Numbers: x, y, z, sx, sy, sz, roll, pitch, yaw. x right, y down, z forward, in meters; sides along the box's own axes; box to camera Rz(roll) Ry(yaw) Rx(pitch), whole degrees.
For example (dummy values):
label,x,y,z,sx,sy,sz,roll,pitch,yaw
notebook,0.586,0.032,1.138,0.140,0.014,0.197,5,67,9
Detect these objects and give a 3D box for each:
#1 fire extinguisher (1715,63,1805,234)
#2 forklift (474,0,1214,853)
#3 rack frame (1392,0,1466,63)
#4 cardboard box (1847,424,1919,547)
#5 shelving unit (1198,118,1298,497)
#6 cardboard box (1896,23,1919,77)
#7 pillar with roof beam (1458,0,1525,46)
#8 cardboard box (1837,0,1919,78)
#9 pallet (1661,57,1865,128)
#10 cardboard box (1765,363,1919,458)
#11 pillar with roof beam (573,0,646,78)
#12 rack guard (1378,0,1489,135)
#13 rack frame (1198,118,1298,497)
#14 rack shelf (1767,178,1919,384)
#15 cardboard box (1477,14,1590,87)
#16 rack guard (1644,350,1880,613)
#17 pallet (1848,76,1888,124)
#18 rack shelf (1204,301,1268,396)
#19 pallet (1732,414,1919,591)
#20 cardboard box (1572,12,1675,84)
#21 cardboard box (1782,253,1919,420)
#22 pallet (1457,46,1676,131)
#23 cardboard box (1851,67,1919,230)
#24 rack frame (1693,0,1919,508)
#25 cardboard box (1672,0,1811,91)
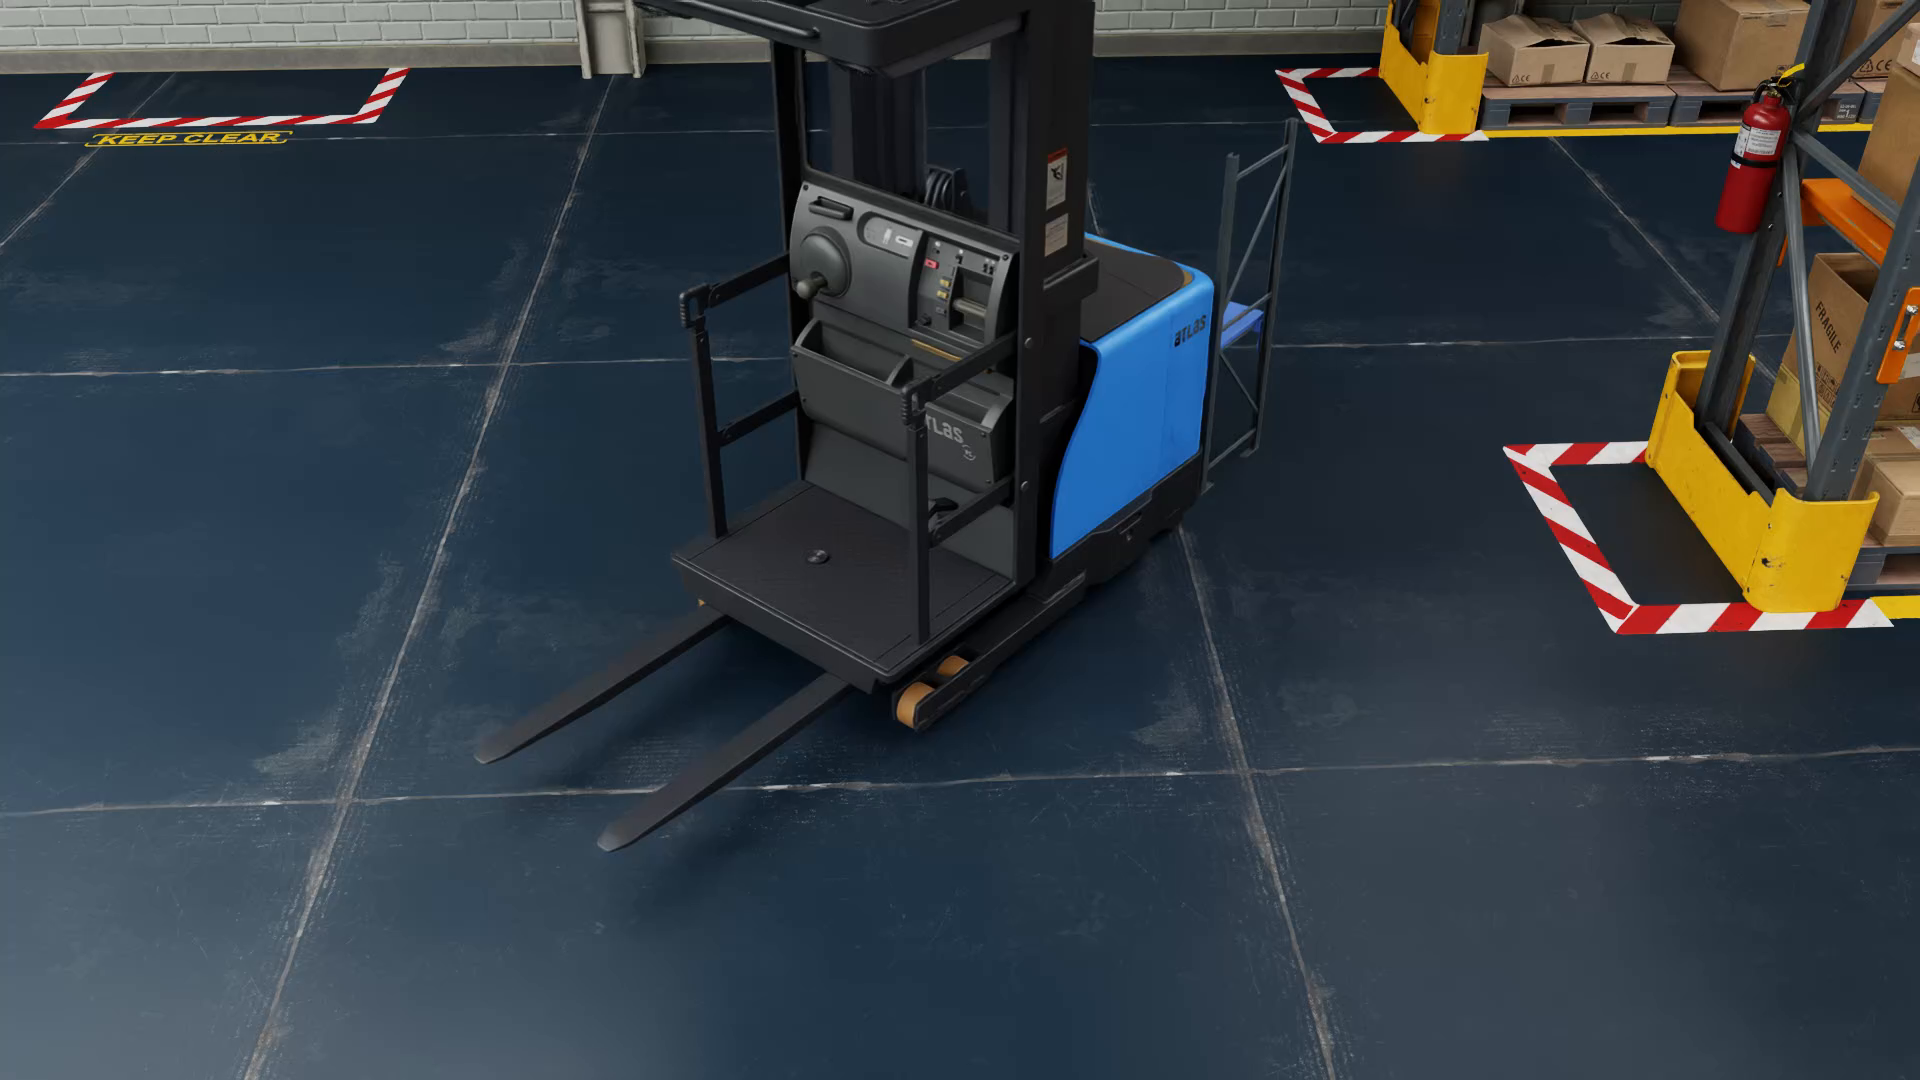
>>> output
label,x,y,z,sx,sy,sz,roll,pitch,yaw
fire extinguisher,3.068,-1.519,6.377,0.183,0.674,0.296,-2,35,-2
forklift,-0.344,-0.866,5.426,1.130,2.935,3.031,25,42,32
rack frame,2.970,-4.106,10.047,0.127,3.000,1.000,-2,35,-2
cardboard box,3.755,-0.220,6.479,0.500,0.250,0.500,-2,35,-2
shelving unit,0.753,-1.094,7.013,1.048,1.500,0.538,24,41,30
cardboard box,3.581,-1.716,5.937,0.250,0.149,0.380,-2,35,-3
pillar with roof beam,3.832,-4.636,5.541,0.400,9.000,9.100,-2,35,-2
cardboard box,5.931,-3.316,10.715,0.500,0.500,0.500,-4,35,-6
pallet,5.075,-2.994,10.891,1.213,0.211,1.003,-2,35,-2
cardboard box,3.730,-0.514,6.905,0.500,0.250,0.500,-2,35,-2
pillar with roof beam,-2.161,-4.474,5.308,0.400,9.000,9.100,-2,35,-2
rack guard,3.046,-3.080,10.761,0.348,0.500,1.175,-2,35,-2
rack frame,1.155,-0.917,6.757,0.032,1.500,0.500,24,41,30
rack shelf,5.206,-1.048,6.261,4.000,0.370,1.077,-2,35,-2
cardboard box,3.666,-3.149,10.640,0.500,0.311,0.500,-5,35,-8
rack guard,3.185,-0.261,6.689,0.348,0.500,1.175,-2,35,-2
pallet,6.297,-3.029,10.941,1.213,0.211,1.003,-2,35,-2
rack shelf,0.753,-0.946,7.115,1.000,0.185,0.538,24,41,30
pallet,3.970,-0.188,6.836,1.213,0.211,1.003,-2,35,-2
cardboard box,4.235,-3.164,10.662,0.500,0.311,0.500,1,35,2
cardboard box,3.730,-0.824,6.693,0.500,0.500,0.500,-2,35,-2
pallet,3.859,-2.963,10.846,1.213,0.211,1.003,-2,35,-2
cardboard box,3.675,-1.336,5.957,0.500,0.500,0.700,-2,35,-2
rack frame,3.209,-1.290,5.978,0.127,3.000,1.000,-2,35,-2
cardboard box,4.970,-3.233,10.596,0.500,0.500,0.700,-4,35,-5
